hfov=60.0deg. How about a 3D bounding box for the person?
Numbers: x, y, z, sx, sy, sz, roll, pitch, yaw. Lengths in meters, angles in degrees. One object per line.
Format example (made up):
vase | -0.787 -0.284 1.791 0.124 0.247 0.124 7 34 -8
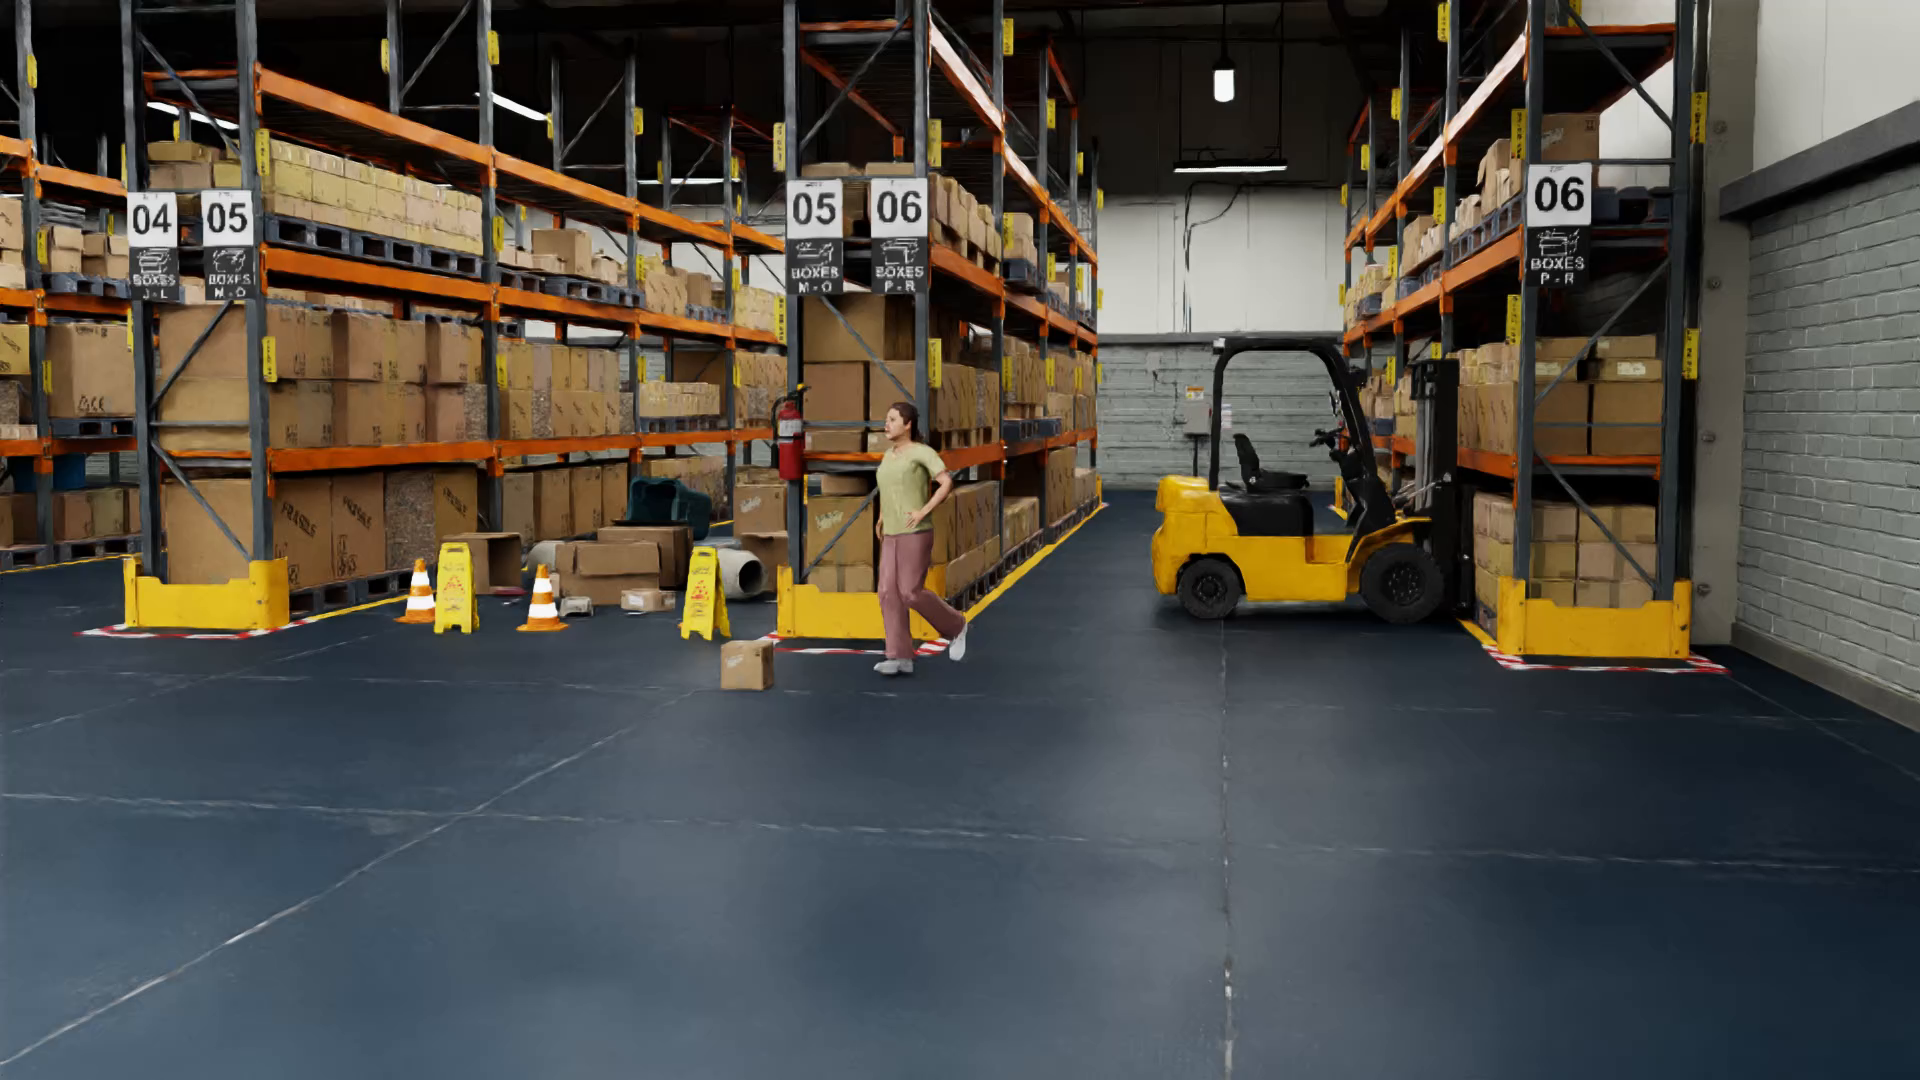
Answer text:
person | -0.326 -0.025 10.261 0.712 1.644 0.600 -4 6 -41
